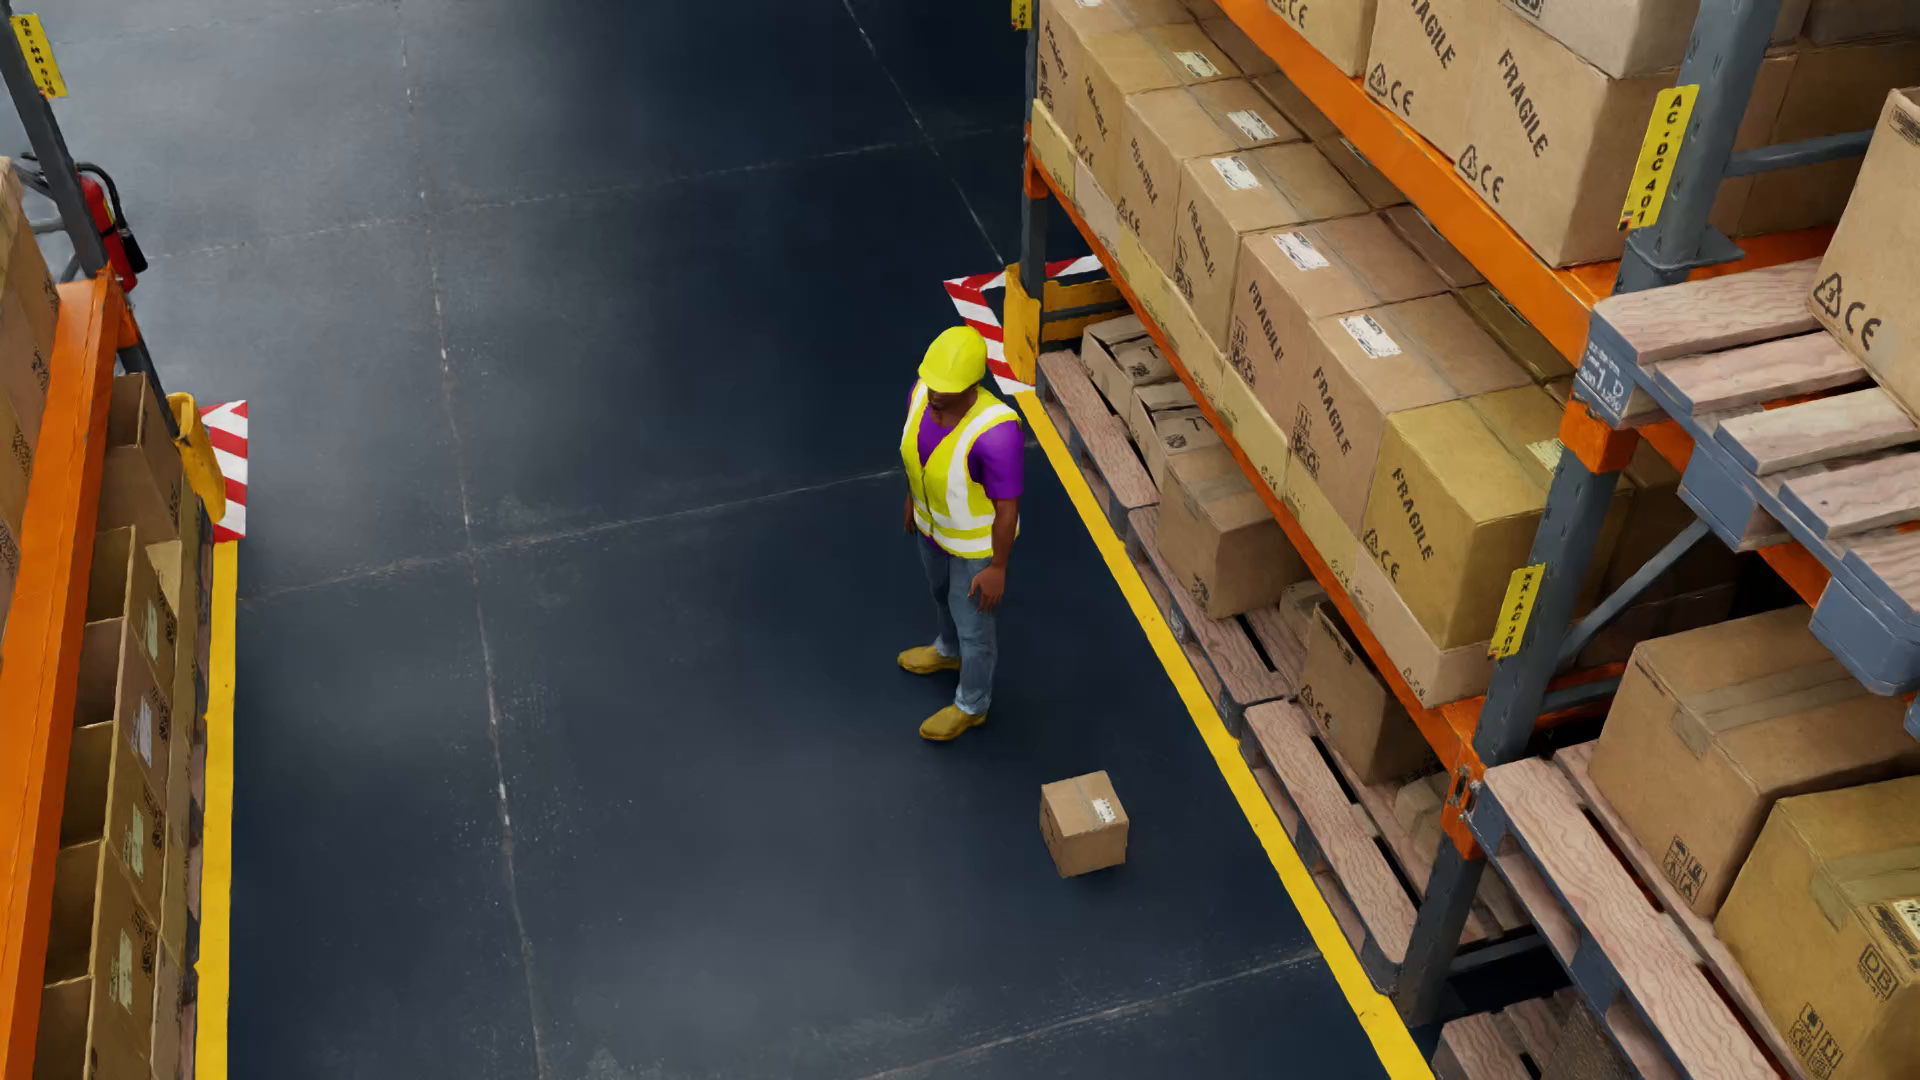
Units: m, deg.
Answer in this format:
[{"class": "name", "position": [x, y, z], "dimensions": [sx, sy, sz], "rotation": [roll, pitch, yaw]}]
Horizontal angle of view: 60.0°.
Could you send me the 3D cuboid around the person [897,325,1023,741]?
[{"class": "person", "position": [-0.049, -0.017, 6.116], "dimensions": [0.470, 1.771, 0.639], "rotation": [-27, 49, -27]}]
